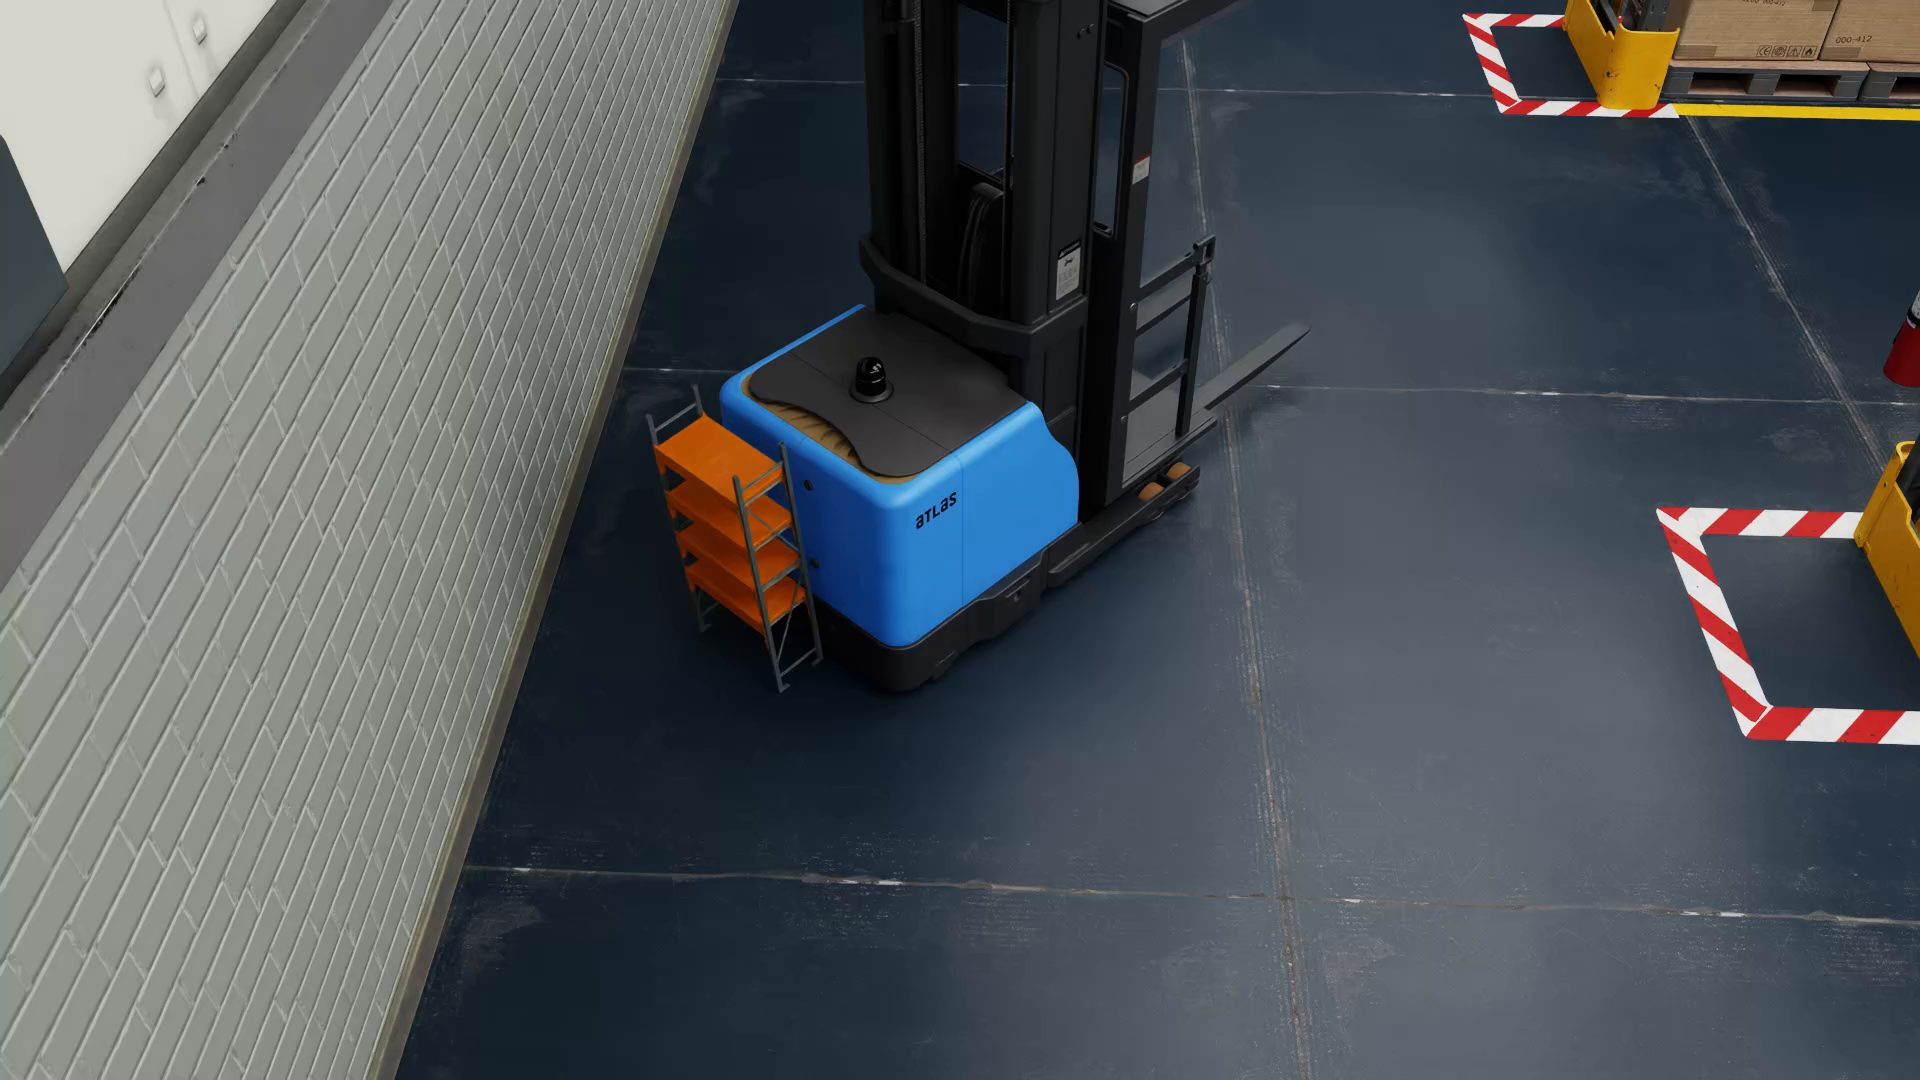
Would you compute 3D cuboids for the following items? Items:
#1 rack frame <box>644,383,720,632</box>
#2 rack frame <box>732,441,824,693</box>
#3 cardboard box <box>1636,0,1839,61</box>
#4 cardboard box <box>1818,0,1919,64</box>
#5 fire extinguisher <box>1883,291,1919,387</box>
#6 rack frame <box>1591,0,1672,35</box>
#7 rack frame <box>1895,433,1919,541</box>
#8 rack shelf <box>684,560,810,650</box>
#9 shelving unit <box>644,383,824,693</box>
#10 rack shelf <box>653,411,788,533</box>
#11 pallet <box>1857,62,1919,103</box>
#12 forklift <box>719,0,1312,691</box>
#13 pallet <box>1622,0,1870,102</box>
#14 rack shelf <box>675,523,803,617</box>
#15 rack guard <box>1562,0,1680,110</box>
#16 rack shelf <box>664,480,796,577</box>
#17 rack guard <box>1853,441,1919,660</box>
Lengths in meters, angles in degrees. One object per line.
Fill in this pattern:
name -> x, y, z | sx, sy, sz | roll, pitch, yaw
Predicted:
rack frame -> -1.030, -0.098, 6.547 | 0.015, 1.200, 0.240 | 33, 57, 30
rack frame -> -0.678, 0.132, 6.300 | 0.015, 1.200, 0.240 | 33, 57, 30
cardboard box -> 4.807, -3.388, 10.343 | 0.875, 0.438, 0.875 | 0, 43, 0
cardboard box -> 5.721, -3.365, 10.319 | 0.875, 0.438, 0.875 | 3, 43, 3
fire extinguisher -> 3.790, -0.907, 6.439 | 0.183, 0.674, 0.296 | 2, 43, 2
rack frame -> 4.143, -4.124, 9.561 | 0.127, 3.000, 1.000 | 2, 43, 2
rack frame -> 4.021, -0.750, 5.940 | 0.127, 3.000, 1.000 | 2, 43, 2
rack shelf -> -0.839, 0.200, 6.615 | 0.480, 0.148, 0.258 | 33, 57, 30
shelving unit -> -0.854, 0.017, 6.423 | 0.503, 1.200, 0.258 | 33, 57, 30
rack shelf -> -0.876, -0.255, 6.140 | 0.480, 0.148, 0.258 | 33, 57, 30
pallet -> 6.161, -3.093, 10.500 | 1.213, 0.211, 1.003 | 2, 43, 2
forklift -> 0.437, -1.381, 6.668 | 1.130, 2.935, 3.031 | 33, 52, 30
pallet -> 4.945, -3.132, 10.543 | 1.213, 0.211, 1.003 | 2, 43, 2
rack shelf -> -0.850, 0.063, 6.472 | 0.480, 0.148, 0.258 | 33, 57, 30
rack guard -> 4.119, -3.210, 10.414 | 0.348, 0.500, 1.175 | 2, 43, 2
rack shelf -> -0.863, -0.091, 6.311 | 0.480, 0.148, 0.258 | 33, 57, 30
rack guard -> 4.097, 0.167, 6.789 | 0.348, 0.500, 1.175 | 2, 43, 2
